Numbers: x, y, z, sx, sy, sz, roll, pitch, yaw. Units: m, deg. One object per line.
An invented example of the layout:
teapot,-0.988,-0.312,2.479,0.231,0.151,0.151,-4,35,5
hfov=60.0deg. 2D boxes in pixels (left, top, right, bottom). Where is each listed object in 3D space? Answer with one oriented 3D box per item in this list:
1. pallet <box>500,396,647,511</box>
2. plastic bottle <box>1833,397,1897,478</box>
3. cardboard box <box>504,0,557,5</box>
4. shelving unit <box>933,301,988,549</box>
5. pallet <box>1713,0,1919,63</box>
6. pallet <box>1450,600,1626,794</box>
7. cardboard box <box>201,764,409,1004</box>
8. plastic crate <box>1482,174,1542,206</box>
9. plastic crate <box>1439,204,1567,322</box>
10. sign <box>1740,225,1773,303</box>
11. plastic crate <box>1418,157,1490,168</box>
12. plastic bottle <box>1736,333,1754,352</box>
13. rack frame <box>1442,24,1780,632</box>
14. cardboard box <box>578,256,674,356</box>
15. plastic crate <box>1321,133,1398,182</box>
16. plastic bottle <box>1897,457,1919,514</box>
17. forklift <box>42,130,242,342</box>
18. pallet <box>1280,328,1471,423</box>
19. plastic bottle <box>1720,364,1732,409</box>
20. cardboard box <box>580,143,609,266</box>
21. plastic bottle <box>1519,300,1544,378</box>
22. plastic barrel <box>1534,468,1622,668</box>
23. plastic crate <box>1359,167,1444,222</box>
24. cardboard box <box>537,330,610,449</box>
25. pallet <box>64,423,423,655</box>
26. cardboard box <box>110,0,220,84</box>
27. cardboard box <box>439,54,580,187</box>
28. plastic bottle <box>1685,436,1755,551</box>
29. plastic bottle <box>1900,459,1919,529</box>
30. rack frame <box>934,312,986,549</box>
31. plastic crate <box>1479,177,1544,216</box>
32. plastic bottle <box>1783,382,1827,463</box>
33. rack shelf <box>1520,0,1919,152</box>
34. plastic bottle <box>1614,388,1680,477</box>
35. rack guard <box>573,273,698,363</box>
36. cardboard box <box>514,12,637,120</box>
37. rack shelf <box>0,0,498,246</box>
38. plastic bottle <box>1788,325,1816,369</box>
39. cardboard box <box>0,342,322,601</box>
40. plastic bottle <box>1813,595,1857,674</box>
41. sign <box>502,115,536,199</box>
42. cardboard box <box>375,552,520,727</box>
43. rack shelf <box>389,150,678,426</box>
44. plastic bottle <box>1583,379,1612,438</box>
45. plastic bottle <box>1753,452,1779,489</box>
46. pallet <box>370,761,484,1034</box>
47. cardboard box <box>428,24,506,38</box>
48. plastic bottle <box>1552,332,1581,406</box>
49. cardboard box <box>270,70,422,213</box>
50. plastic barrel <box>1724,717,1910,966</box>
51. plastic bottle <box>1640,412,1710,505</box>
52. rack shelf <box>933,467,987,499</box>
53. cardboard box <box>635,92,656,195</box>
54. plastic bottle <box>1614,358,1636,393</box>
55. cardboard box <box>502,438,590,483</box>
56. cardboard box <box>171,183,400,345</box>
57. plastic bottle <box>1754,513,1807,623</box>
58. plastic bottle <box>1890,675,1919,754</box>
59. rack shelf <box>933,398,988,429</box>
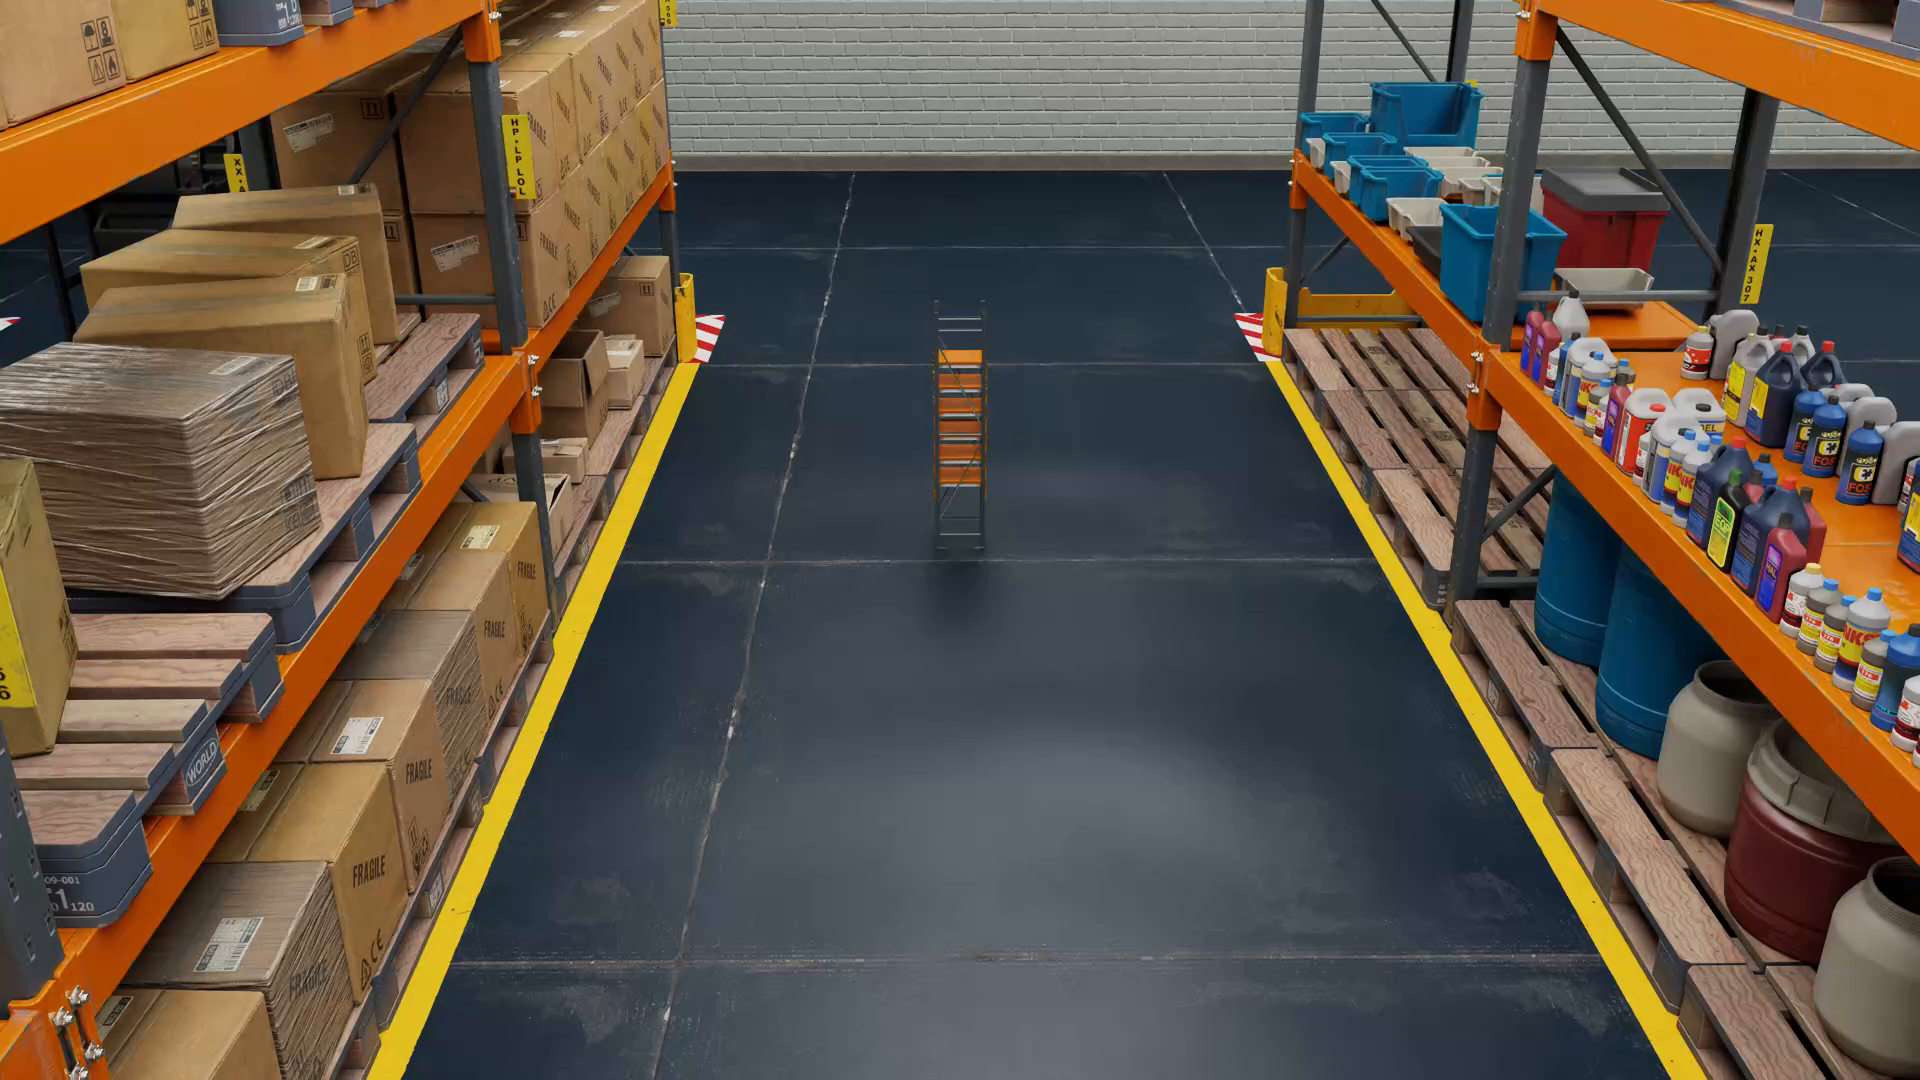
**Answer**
pallet,-2.308,-0.486,9.068,1.003,0.211,1.213,0,24,-1
plastic bottle,3.007,-0.359,5.554,0.152,0.276,0.135,0,24,-1
cardboard box,-2.588,-2.935,9.765,0.500,0.500,0.500,0,24,1
shelving unit,0.000,-0.541,7.990,0.258,1.200,0.189,0,24,-1
pallet,2.790,-1.481,4.474,1.003,0.211,1.213,0,24,-1
pallet,2.635,0.598,6.671,1.003,0.211,1.213,0,24,-1
cardboard box,-1.972,1.006,4.885,0.500,0.500,0.500,-1,24,-1
plastic crate,2.903,-1.745,8.598,0.416,0.233,0.300,0,24,-1
plastic crate,2.322,-1.201,7.212,0.392,0.384,0.575,0,24,-1
sign,3.218,-1.118,6.746,0.100,0.325,0.005,0,24,-1
plastic crate,2.803,-2.091,9.481,0.396,0.136,0.243,0,24,-1
plastic bottle,3.024,-0.691,6.379,0.097,0.201,0.097,0,24,0
rack frame,2.668,-0.990,6.800,1.000,3.000,0.127,0,24,-1
cardboard box,-2.076,-1.456,10.330,0.500,0.500,0.500,0,24,-1
plastic crate,2.305,-2.215,9.638,0.416,0.233,0.300,0,24,-1
plastic bottle,3.038,-0.182,5.253,0.097,0.201,0.097,0,24,0
forklift,-4.736,-2.228,9.620,1.130,2.935,3.031,1,24,2
pallet,2.595,-1.028,10.267,1.003,0.211,1.213,0,24,-1
plastic bottle,2.875,-0.580,6.134,0.097,0.201,0.097,0,24,0
cardboard box,-2.030,-1.644,8.123,0.500,0.500,0.500,0,24,-1
plastic bottle,2.245,-0.784,6.485,0.061,0.283,0.133,0,24,-1
plastic barrel,2.657,-0.001,6.650,0.600,0.901,0.708,0,24,-1
plastic crate,2.316,-1.820,8.765,0.416,0.233,0.300,0,24,-1
cardboard box,-2.311,-0.807,8.889,0.797,0.503,0.637,0,24,-1
pallet,-2.267,-0.035,4.921,1.003,0.211,1.213,0,24,-1
cardboard box,-2.291,-1.338,3.806,0.910,0.500,0.500,0,24,-1
cardboard box,-2.015,-1.879,7.429,0.500,0.500,0.500,-1,24,-2
plastic bottle,2.305,-0.152,5.006,0.144,0.351,0.185,0,24,-1
plastic bottle,2.978,-0.158,5.116,0.097,0.271,0.097,0,24,0
rack frame,0.001,-0.503,7.906,0.240,1.200,0.006,0,24,-1
plastic crate,2.836,-1.594,8.205,0.437,0.282,0.530,0,24,-1
plastic bottle,2.881,-0.404,5.660,0.097,0.271,0.097,0,24,0
rack shelf,2.690,-1.205,4.508,1.077,0.370,4.000,0,24,-1
plastic bottle,2.302,-0.360,5.556,0.152,0.276,0.135,0,24,-1
rack guard,-2.328,-1.448,10.844,1.175,0.500,0.348,0,24,-1
cardboard box,-2.032,-2.515,8.836,0.500,0.500,0.500,0,24,1
rack shelf,-2.263,-1.184,4.462,1.077,0.370,4.000,0,24,-1
plastic bottle,3.005,-0.591,5.976,0.144,0.351,0.185,0,24,-1
cardboard box,-2.180,-0.195,4.410,0.700,0.500,0.500,4,25,9
plastic bottle,2.290,0.240,4.319,0.097,0.201,0.097,0,24,0
sign,-1.730,-1.501,6.524,0.100,0.325,0.005,0,24,-1
cardboard box,-1.996,0.375,6.281,0.500,0.500,0.500,0,24,0
rack shelf,-2.307,-1.466,8.724,1.077,0.370,4.000,0,24,-1
plastic bottle,2.271,-0.469,5.887,0.097,0.201,0.097,0,24,0
plastic bottle,2.425,-0.135,5.064,0.097,0.271,0.097,0,24,0
pallet,-2.222,1.140,5.473,1.003,0.211,1.213,0,24,-1
cardboard box,-2.567,-2.304,8.370,0.500,0.500,0.500,0,24,-1
plastic bottle,2.267,-0.636,6.173,0.097,0.271,0.097,0,24,0
cardboard box,-2.549,-1.678,6.985,0.500,0.500,0.500,0,24,0
plastic barrel,2.677,0.898,5.040,0.600,0.588,0.708,0,24,-1
plastic bottle,2.305,-0.264,5.345,0.152,0.276,0.135,0,24,-1
rack shelf,0.000,-0.282,8.107,0.258,0.103,0.180,0,24,-1
cardboard box,-2.042,-2.266,9.500,0.500,0.500,0.500,0,24,0
plastic bottle,2.421,-0.565,6.100,0.097,0.201,0.097,0,24,0
cardboard box,-2.093,-0.409,8.420,0.380,0.166,0.250,0,24,-1
cardboard box,-2.504,-1.010,6.213,0.700,0.500,0.500,-9,26,-18
plastic bottle,2.268,0.075,4.585,0.061,0.283,0.133,0,24,-1
plastic bottle,2.294,0.401,3.965,0.097,0.201,0.097,0,24,0
rack shelf,0.000,-0.610,7.958,0.258,0.103,0.180,0,24,-1
